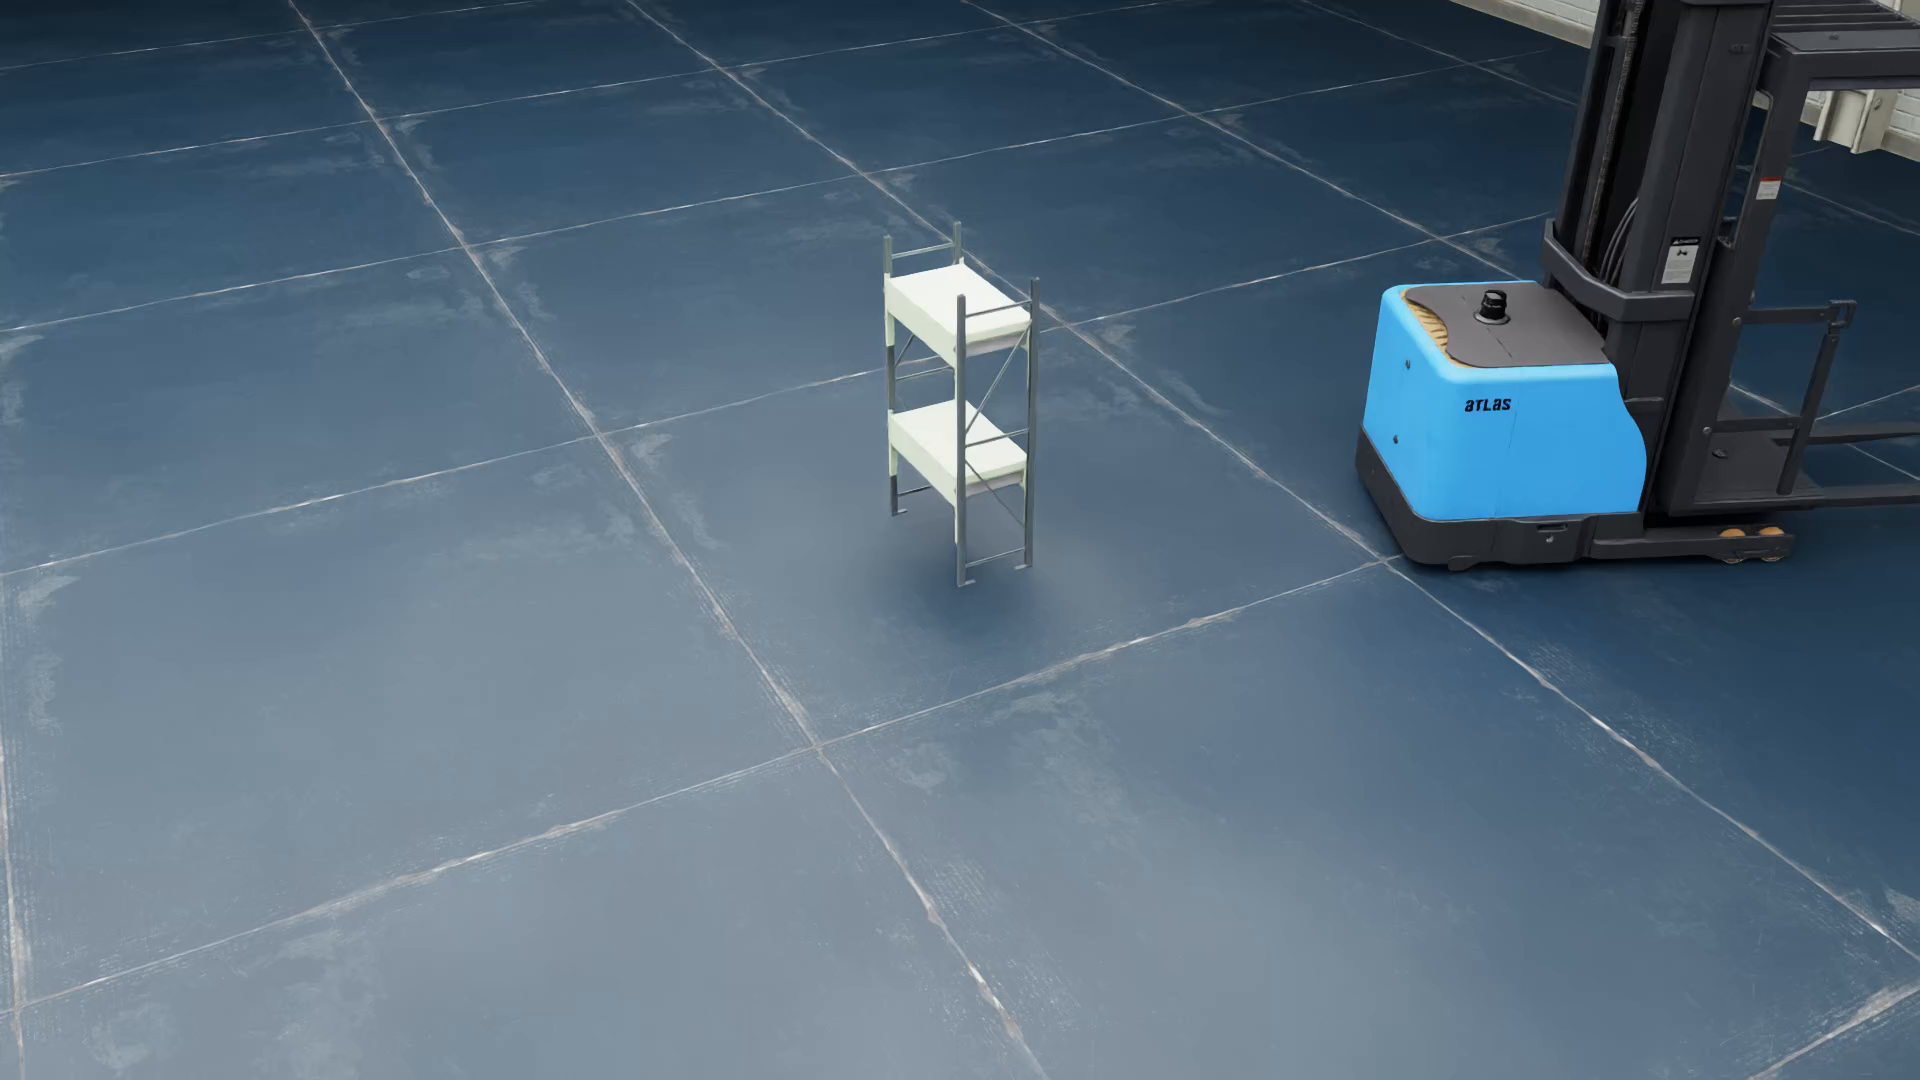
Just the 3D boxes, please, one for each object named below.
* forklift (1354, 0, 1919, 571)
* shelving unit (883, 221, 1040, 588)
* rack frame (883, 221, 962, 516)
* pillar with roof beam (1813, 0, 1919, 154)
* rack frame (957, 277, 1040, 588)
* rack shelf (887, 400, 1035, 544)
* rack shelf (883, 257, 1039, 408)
[{"bbox_3d":[3.617,-1.404,7.724,3.031,2.935,1.130,-3,33,-4],"label":"forklift"},{"bbox_3d":[-0.003,-0.635,7.850,0.431,1.500,0.755,-16,36,-23],"label":"shelving unit"},{"bbox_3d":[-0.174,-0.809,8.123,0.400,1.500,0.023,-16,36,-23],"label":"rack frame"},{"bbox_3d":[3.206,-5.842,9.027,9.100,9.000,0.400,-16,36,-23],"label":"pillar with roof beam"},{"bbox_3d":[0.168,-0.460,7.578,0.400,1.500,0.023,-16,36,-23],"label":"rack frame"},{"bbox_3d":[-0.003,-0.360,8.026,0.431,0.370,0.720,-16,36,-23],"label":"rack shelf"},{"bbox_3d":[-0.003,-0.963,7.640,0.431,0.370,0.720,-16,36,-23],"label":"rack shelf"}]
